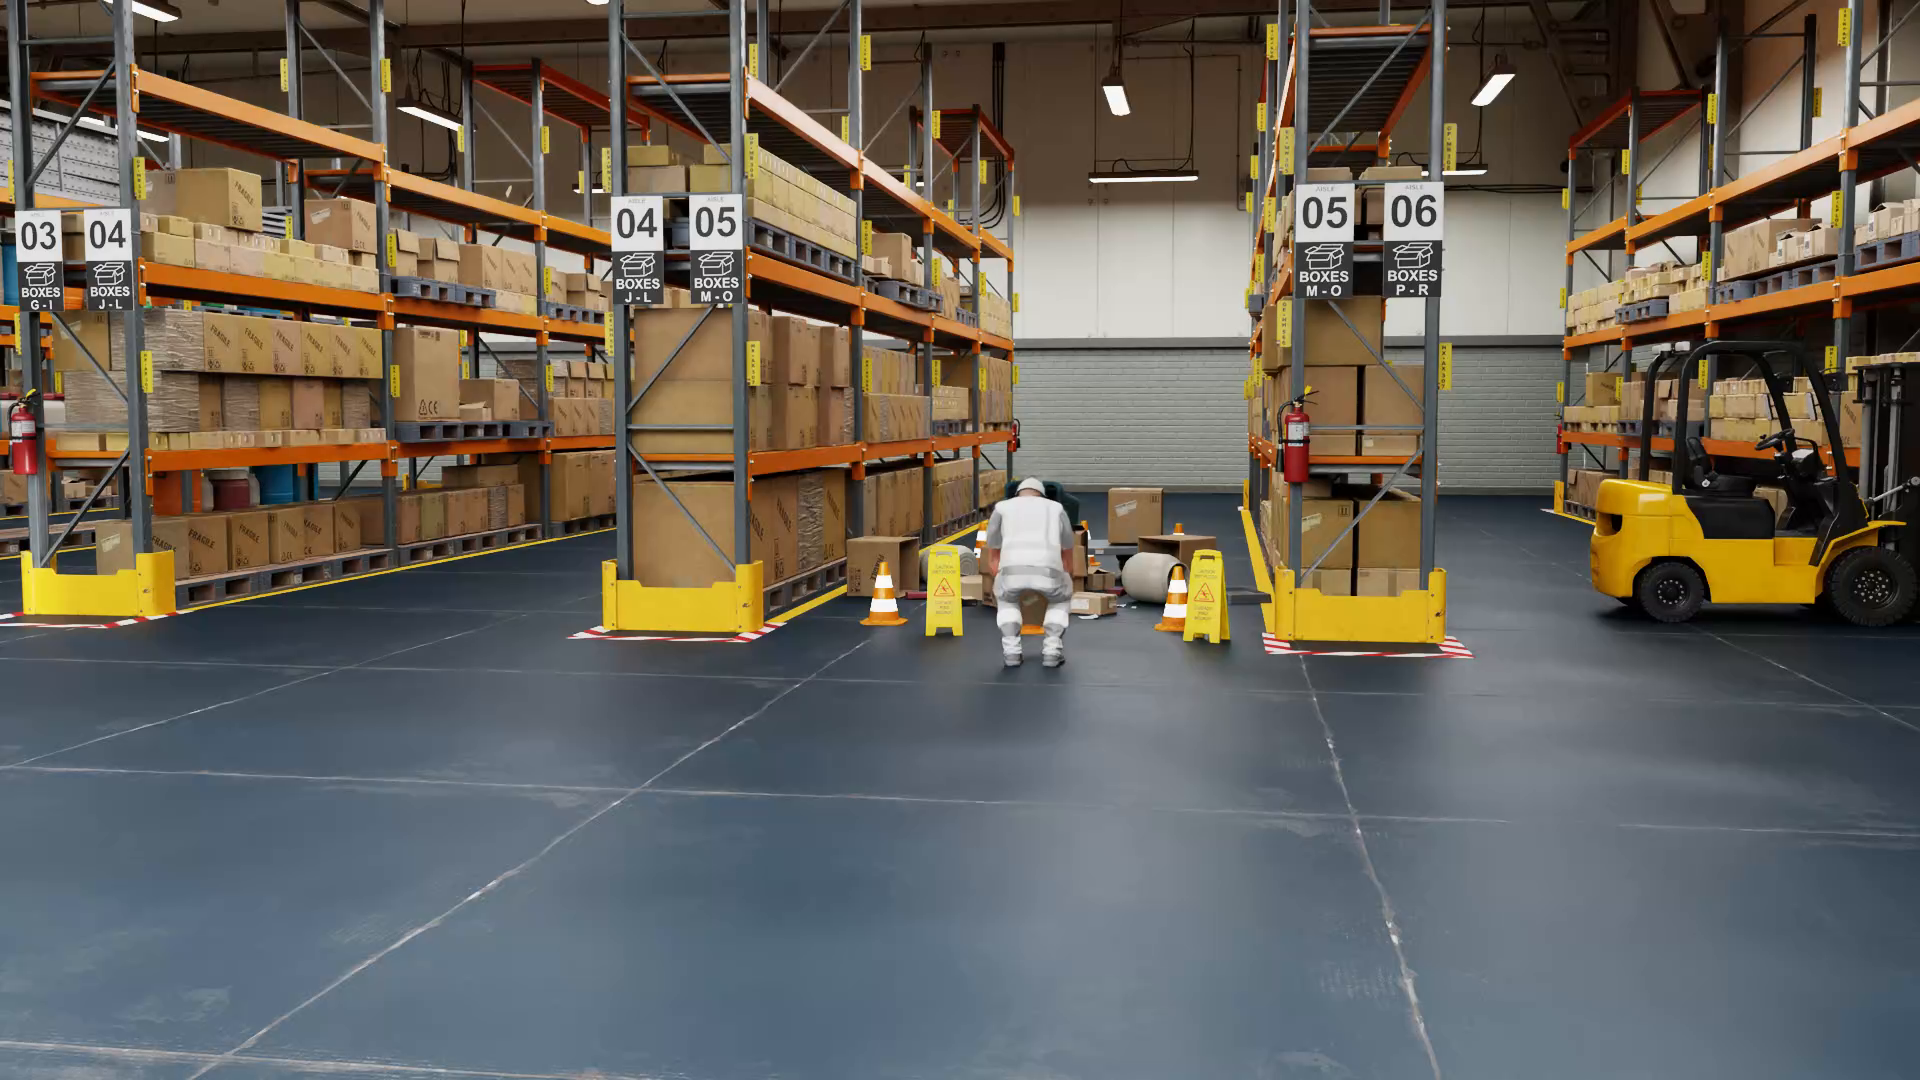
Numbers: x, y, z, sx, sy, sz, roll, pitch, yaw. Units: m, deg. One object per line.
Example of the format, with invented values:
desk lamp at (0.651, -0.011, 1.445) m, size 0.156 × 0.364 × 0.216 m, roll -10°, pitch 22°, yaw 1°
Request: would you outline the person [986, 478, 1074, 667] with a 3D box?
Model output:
person at (0.443, 0.200, 10.765) m, size 0.586 × 1.186 × 0.845 m, roll 1°, pitch 4°, yaw 9°
